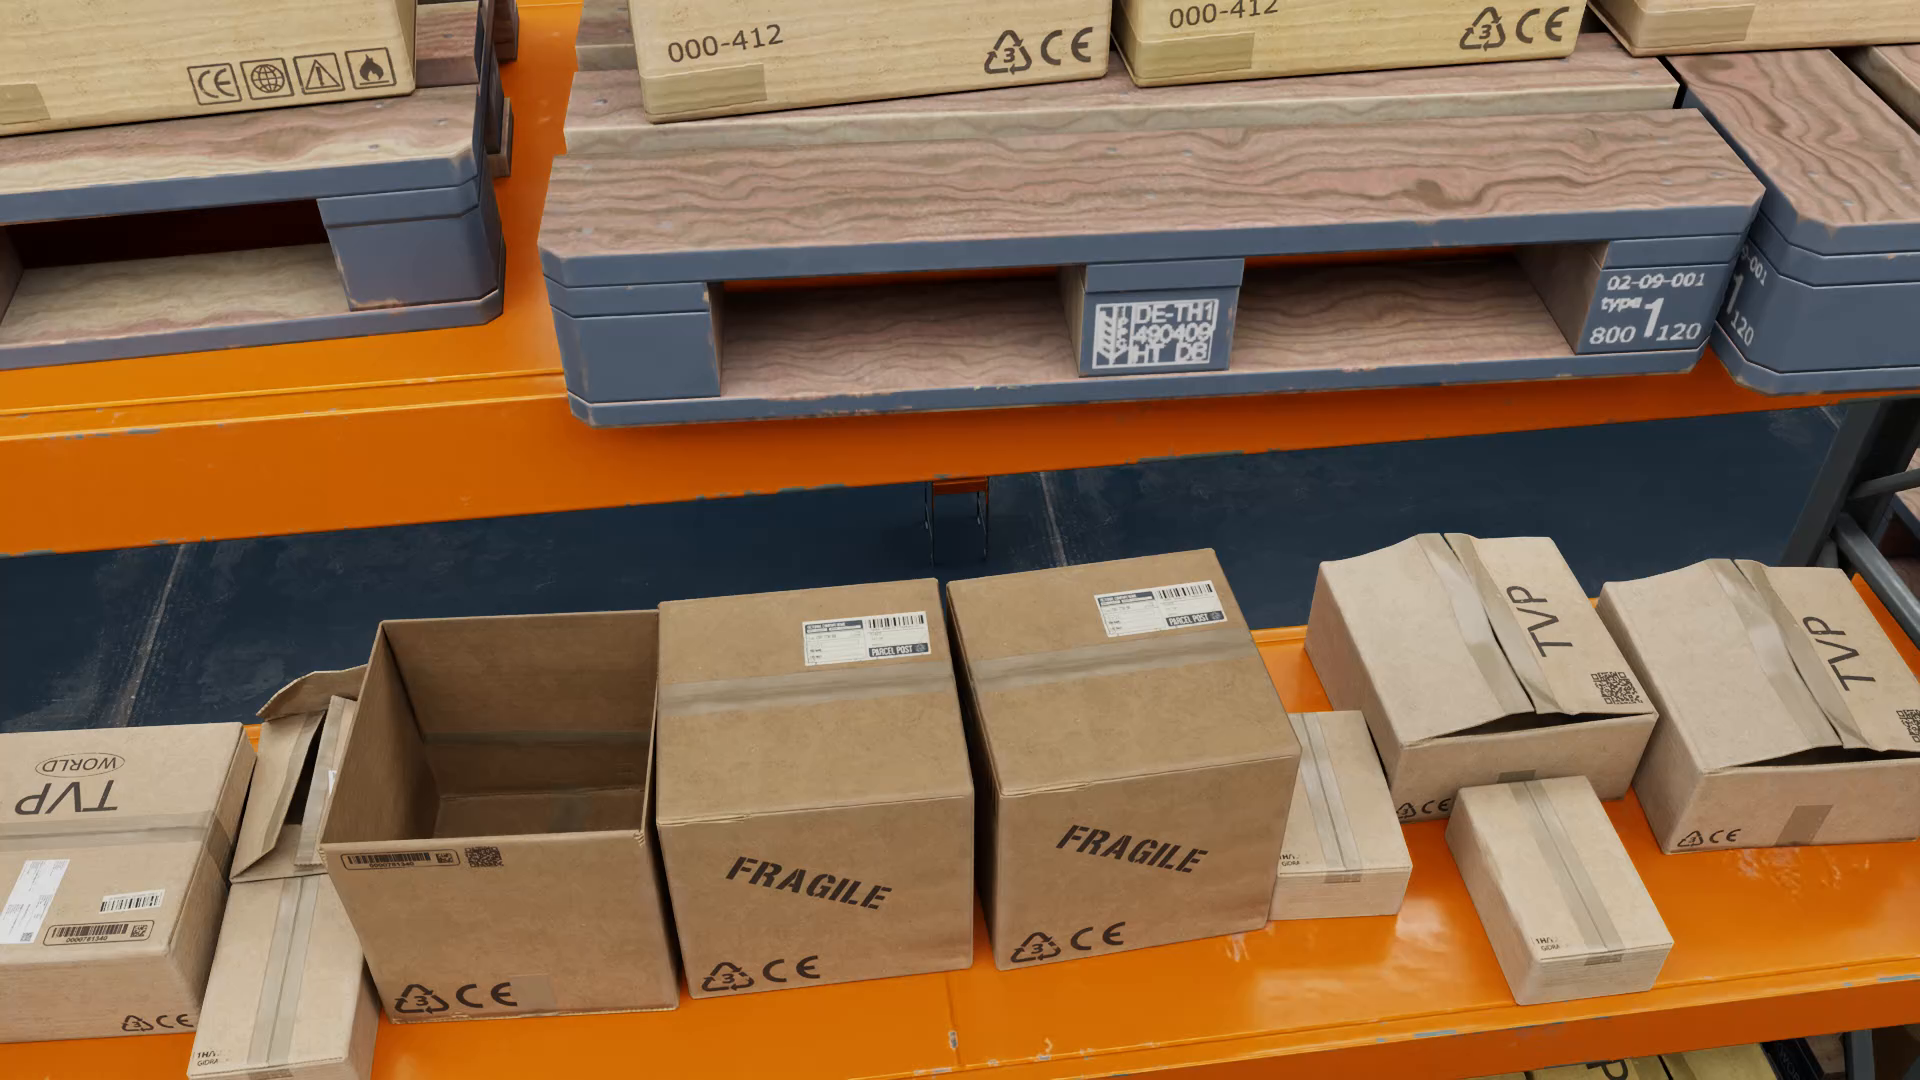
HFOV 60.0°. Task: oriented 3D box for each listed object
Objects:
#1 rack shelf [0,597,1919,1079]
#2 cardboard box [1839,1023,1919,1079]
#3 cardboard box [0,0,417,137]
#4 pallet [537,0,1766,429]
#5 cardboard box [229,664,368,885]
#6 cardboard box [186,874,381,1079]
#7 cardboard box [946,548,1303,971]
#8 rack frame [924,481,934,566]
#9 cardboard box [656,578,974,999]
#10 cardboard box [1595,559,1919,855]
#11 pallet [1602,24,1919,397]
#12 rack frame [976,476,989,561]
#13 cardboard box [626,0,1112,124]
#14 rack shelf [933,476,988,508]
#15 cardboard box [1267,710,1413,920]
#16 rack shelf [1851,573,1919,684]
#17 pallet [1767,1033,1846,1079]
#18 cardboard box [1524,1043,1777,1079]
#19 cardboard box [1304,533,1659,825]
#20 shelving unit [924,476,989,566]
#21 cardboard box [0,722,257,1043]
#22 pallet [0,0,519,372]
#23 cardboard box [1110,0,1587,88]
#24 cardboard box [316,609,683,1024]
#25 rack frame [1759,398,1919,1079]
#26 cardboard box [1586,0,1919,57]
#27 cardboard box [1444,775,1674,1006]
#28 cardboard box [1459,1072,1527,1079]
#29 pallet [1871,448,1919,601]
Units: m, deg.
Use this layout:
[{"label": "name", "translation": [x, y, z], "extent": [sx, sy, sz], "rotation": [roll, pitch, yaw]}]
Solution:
[{"label": "rack shelf", "translation": [-0.056, 0.711, 3.259], "extent": [4.000, 0.370, 1.077], "rotation": [-5, 42, -6]}, {"label": "cardboard box", "translation": [2.416, 1.186, 3.734], "extent": [0.500, 0.500, 0.500], "rotation": [-3, 42, -4]}, {"label": "cardboard box", "translation": [-0.883, -0.693, 1.838], "extent": [0.500, 0.250, 0.500], "rotation": [-9, 43, -10]}, {"label": "pallet", "translation": [0.157, -0.556, 2.028], "extent": [1.213, 0.211, 1.003], "rotation": [-3, 42, -4]}, {"label": "cardboard box", "translation": [-1.191, 0.469, 3.090], "extent": [0.258, 0.266, 0.396], "rotation": [-6, 42, -7]}, {"label": "cardboard box", "translation": [-1.134, 0.770, 2.844], "extent": [0.250, 0.149, 0.380], "rotation": [-5, 42, -6]}, {"label": "cardboard box", "translation": [0.266, 0.390, 3.004], "extent": [0.500, 0.500, 0.500], "rotation": [-7, 43, -8]}, {"label": "rack frame", "translation": [-0.105, -0.436, 5.338], "extent": [0.006, 1.200, 0.240], "rotation": [-5, 42, -6]}, {"label": "cardboard box", "translation": [-0.256, 0.436, 2.953], "extent": [0.500, 0.500, 0.500], "rotation": [-5, 42, -5]}, {"label": "cardboard box", "translation": [1.561, 0.306, 3.238], "extent": [0.500, 0.311, 0.500], "rotation": [-3, 42, -3]}, {"label": "pallet", "translation": [1.266, -0.655, 2.138], "extent": [1.003, 0.211, 1.213], "rotation": [-3, 42, -4]}, {"label": "rack frame", "translation": [0.076, -0.452, 5.356], "extent": [0.006, 1.200, 0.240], "rotation": [-5, 42, -6]}, {"label": "cardboard box", "translation": [-0.135, -0.722, 1.869], "extent": [0.500, 0.250, 0.500], "rotation": [-8, 43, -9]}, {"label": "rack shelf", "translation": [-0.014, -0.233, 5.537], "extent": [0.180, 0.103, 0.258], "rotation": [-5, 42, -6]}, {"label": "cardboard box", "translation": [0.670, 0.512, 3.130], "extent": [0.250, 0.149, 0.380], "rotation": [-2, 42, -2]}, {"label": "rack shelf", "translation": [3.910, 0.364, 3.644], "extent": [4.000, 0.370, 1.077], "rotation": [-5, 42, -6]}, {"label": "pallet", "translation": [2.672, 1.266, 4.189], "extent": [1.213, 0.211, 1.003], "rotation": [-5, 42, -6]}, {"label": "cardboard box", "translation": [1.440, 1.136, 3.571], "extent": [0.500, 0.311, 0.500], "rotation": [-4, 42, -4]}, {"label": "cardboard box", "translation": [1.015, 0.253, 3.297], "extent": [0.500, 0.311, 0.500], "rotation": [-5, 42, -6]}, {"label": "shelving unit", "translation": [-0.014, -0.444, 5.347], "extent": [0.189, 1.200, 0.258], "rotation": [-5, 42, -6]}, {"label": "cardboard box", "translation": [-1.556, 0.602, 2.955], "extent": [0.500, 0.250, 0.500], "rotation": [-3, 42, -3]}, {"label": "pallet", "translation": [-1.166, -0.510, 1.979], "extent": [1.217, 0.209, 0.805], "rotation": [-7, 42, -7]}, {"label": "cardboard box", "translation": [0.399, -0.767, 1.920], "extent": [0.500, 0.250, 0.500], "rotation": [-6, 42, -6]}, {"label": "cardboard box", "translation": [-0.753, 0.479, 2.905], "extent": [0.500, 0.500, 0.500], "rotation": [-2, 42, -2]}, {"label": "rack frame", "translation": [1.927, 0.271, 3.211], "extent": [0.127, 3.000, 1.000], "rotation": [-5, 42, -6]}, {"label": "cardboard box", "translation": [0.967, -0.809, 1.967], "extent": [0.500, 0.250, 0.500], "rotation": [-4, 42, -4]}, {"label": "cardboard box", "translation": [1.071, 0.625, 3.005], "extent": [0.250, 0.149, 0.380], "rotation": [-5, 42, -6]}, {"label": "cardboard box", "translation": [0.925, 1.186, 3.516], "extent": [0.500, 0.311, 0.500], "rotation": [-6, 42, -6]}, {"label": "pallet", "translation": [2.590, 0.236, 3.392], "extent": [1.003, 0.211, 1.213], "rotation": [-5, 42, -6]}]
